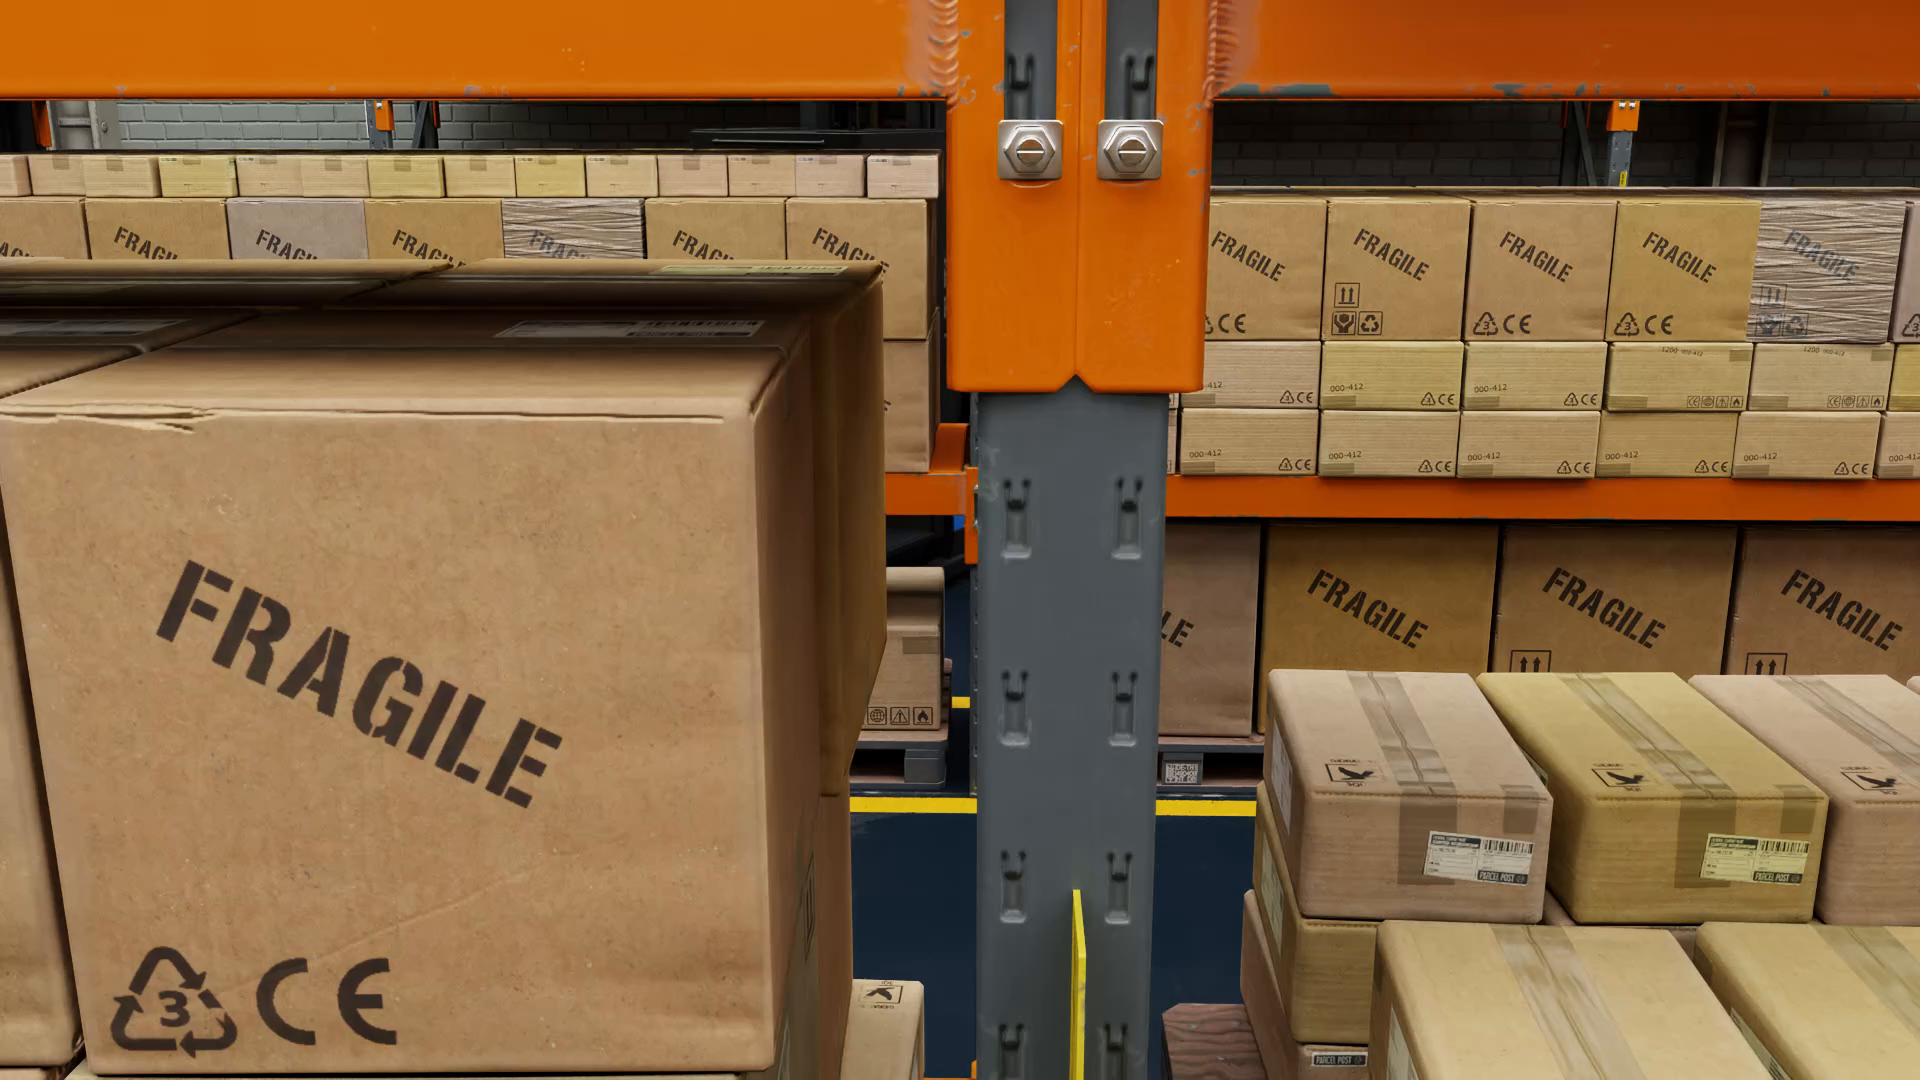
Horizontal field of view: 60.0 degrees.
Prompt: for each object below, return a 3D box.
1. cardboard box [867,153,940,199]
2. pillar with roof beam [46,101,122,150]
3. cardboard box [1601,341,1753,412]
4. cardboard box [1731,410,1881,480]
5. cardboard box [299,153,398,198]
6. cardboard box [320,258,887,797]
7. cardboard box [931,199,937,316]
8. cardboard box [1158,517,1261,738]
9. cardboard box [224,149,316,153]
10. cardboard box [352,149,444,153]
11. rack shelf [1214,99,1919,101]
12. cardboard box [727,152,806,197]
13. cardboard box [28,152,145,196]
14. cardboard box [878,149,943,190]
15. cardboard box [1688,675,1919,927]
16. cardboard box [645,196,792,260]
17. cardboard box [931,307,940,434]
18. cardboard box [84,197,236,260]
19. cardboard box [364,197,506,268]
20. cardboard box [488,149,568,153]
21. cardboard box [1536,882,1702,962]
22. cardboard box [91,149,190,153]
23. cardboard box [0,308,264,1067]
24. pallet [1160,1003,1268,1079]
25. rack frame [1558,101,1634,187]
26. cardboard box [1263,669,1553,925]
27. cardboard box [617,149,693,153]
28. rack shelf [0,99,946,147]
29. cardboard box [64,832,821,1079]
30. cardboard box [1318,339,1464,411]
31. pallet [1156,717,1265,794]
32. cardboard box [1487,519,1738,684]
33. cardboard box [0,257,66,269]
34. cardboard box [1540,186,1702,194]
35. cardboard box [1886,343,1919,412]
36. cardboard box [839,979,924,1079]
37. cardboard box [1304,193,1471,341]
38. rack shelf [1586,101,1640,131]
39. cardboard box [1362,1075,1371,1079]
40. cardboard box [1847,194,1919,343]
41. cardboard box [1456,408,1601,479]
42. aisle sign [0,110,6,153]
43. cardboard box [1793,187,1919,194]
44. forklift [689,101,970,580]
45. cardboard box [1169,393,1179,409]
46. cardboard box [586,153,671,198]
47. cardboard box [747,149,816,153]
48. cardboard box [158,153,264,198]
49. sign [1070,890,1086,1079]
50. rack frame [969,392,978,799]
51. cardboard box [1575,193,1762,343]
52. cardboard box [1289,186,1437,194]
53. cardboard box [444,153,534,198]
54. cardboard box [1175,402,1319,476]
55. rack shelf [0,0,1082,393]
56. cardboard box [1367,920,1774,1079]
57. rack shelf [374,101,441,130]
[{"bbox_3d":[-0.203,-1.332,6.082,0.250,0.149,0.380,0,15,0],"label":"cardboard box"},{"bbox_3d":[-6.545,-3.908,7.513,0.400,9.000,9.100,0,15,1],"label":"pillar with roof beam"},{"bbox_3d":[2.596,-0.648,6.230,0.500,0.250,0.500,0,15,0],"label":"cardboard box"},{"bbox_3d":[3.089,-0.404,6.284,0.500,0.250,0.500,1,15,2],"label":"cardboard box"},{"bbox_3d":[-2.241,-1.352,6.158,0.250,0.149,0.380,1,15,2],"label":"cardboard box"},{"bbox_3d":[-0.357,-0.044,1.886,0.500,0.500,0.500,1,15,3],"label":"cardboard box"},{"bbox_3d":[-0.357,-1.163,6.710,0.500,0.500,0.500,0,15,2],"label":"cardboard box"},{"bbox_3d":[0.735,0.242,6.884,0.875,0.875,0.875,1,15,3],"label":"cardboard box"},{"bbox_3d":[-2.756,-1.498,6.711,0.250,0.149,0.380,1,15,3],"label":"cardboard box"},{"bbox_3d":[-2.244,-1.492,6.687,0.250,0.149,0.380,1,15,3],"label":"cardboard box"},{"bbox_3d":[2.113,-1.655,6.265,4.000,0.370,1.077,0,15,1],"label":"rack shelf"},{"bbox_3d":[-0.712,-1.366,6.209,0.250,0.149,0.380,0,15,1],"label":"cardboard box"},{"bbox_3d":[-3.274,-1.381,6.267,0.250,0.149,0.380,1,15,3],"label":"cardboard box"},{"bbox_3d":[-0.196,-1.480,6.640,0.250,0.149,0.380,0,15,1],"label":"cardboard box"},{"bbox_3d":[1.021,0.284,1.885,0.250,0.149,0.380,0,15,0],"label":"cardboard box"},{"bbox_3d":[-0.872,-1.036,6.230,0.500,0.500,0.500,0,15,1],"label":"cardboard box"},{"bbox_3d":[-0.349,-0.684,6.857,0.500,0.500,0.500,1,15,3],"label":"cardboard box"},{"bbox_3d":[-2.896,-1.046,6.270,0.500,0.500,0.500,0,15,0],"label":"cardboard box"},{"bbox_3d":[-1.883,-1.042,6.253,0.500,0.500,0.500,0,15,2],"label":"cardboard box"},{"bbox_3d":[-1.718,-1.494,6.696,0.250,0.149,0.380,0,15,2],"label":"cardboard box"},{"bbox_3d":[0.754,0.425,1.934,0.250,0.149,0.380,0,15,2],"label":"cardboard box"},{"bbox_3d":[-3.267,-1.491,6.682,0.250,0.149,0.380,1,15,2],"label":"cardboard box"},{"bbox_3d":[-0.906,0.085,1.397,0.500,0.500,0.500,0,15,0],"label":"cardboard box"},{"bbox_3d":[0.848,0.832,1.683,1.213,0.211,1.003,0,15,1],"label":"pallet"},{"bbox_3d":[4.235,-1.806,11.304,0.127,3.000,1.000,0,15,1],"label":"rack frame"},{"bbox_3d":[0.494,0.281,1.899,0.250,0.149,0.380,1,15,4],"label":"cardboard box"},{"bbox_3d":[-1.221,-1.494,6.697,0.250,0.149,0.380,0,15,0],"label":"cardboard box"},{"bbox_3d":[-1.886,-1.681,6.363,4.000,0.370,1.077,0,15,1],"label":"rack shelf"},{"bbox_3d":[-0.403,0.574,1.506,0.500,0.500,0.500,0,15,2],"label":"cardboard box"},{"bbox_3d":[1.572,-0.654,6.253,0.500,0.250,0.500,1,15,2],"label":"cardboard box"},{"bbox_3d":[0.887,0.768,7.014,1.213,0.211,1.003,0,15,1],"label":"pallet"},{"bbox_3d":[2.532,0.252,6.847,0.875,0.875,0.875,1,15,2],"label":"cardboard box"},{"bbox_3d":[-1.378,-0.054,1.926,0.500,0.500,0.500,1,15,2],"label":"cardboard box"},{"bbox_3d":[2.612,-1.145,6.645,0.500,0.500,0.500,1,15,3],"label":"cardboard box"},{"bbox_3d":[3.621,-0.647,6.228,0.500,0.250,0.500,0,15,1],"label":"cardboard box"},{"bbox_3d":[-0.187,0.733,2.173,0.250,0.149,0.380,1,15,3],"label":"cardboard box"},{"bbox_3d":[1.556,-1.021,6.175,0.500,0.500,0.500,0,15,0],"label":"cardboard box"},{"bbox_3d":[6.234,-2.895,10.964,4.000,0.370,1.077,0,15,1],"label":"rack shelf"},{"bbox_3d":[0.470,0.592,1.304,0.250,0.149,0.380,1,15,2],"label":"cardboard box"},{"bbox_3d":[3.588,-1.008,6.126,0.500,0.500,0.500,0,15,0],"label":"cardboard box"},{"bbox_3d":[2.075,-0.407,6.297,0.500,0.250,0.500,0,15,1],"label":"cardboard box"},{"bbox_3d":[-3.949,-1.928,6.673,0.004,0.787,0.394,0,15,1],"label":"aisle sign"},{"bbox_3d":[3.625,-1.137,6.614,0.500,0.500,0.500,0,15,0],"label":"cardboard box"},{"bbox_3d":[-0.708,-1.138,8.907,1.130,2.935,3.031,9,17,31],"label":"forklift"},{"bbox_3d":[0.546,-0.660,6.277,0.500,0.250,0.500,0,15,0],"label":"cardboard box"},{"bbox_3d":[-1.217,-1.355,6.169,0.250,0.149,0.380,0,15,1],"label":"cardboard box"},{"bbox_3d":[-0.709,-1.468,6.597,0.250,0.149,0.380,0,15,1],"label":"cardboard box"},{"bbox_3d":[-2.753,-1.353,6.160,0.250,0.149,0.380,0,15,0],"label":"cardboard box"},{"bbox_3d":[0.082,0.417,1.182,0.005,0.325,0.100,0,15,1],"label":"sign"},{"bbox_3d":[0.113,-0.566,6.605,0.127,3.000,1.000,0,15,1],"label":"rack frame"},{"bbox_3d":[2.579,-1.014,6.149,0.500,0.500,0.500,0,15,1],"label":"cardboard box"},{"bbox_3d":[1.590,-1.149,6.659,0.500,0.500,0.500,1,15,3],"label":"cardboard box"},{"bbox_3d":[-1.725,-1.354,6.166,0.250,0.149,0.380,0,15,1],"label":"cardboard box"},{"bbox_3d":[1.064,-0.420,6.347,0.500,0.250,0.500,0,15,0],"label":"cardboard box"},{"bbox_3d":[-1.911,-0.418,1.576,4.000,0.370,1.077,0,15,1],"label":"rack shelf"},{"bbox_3d":[0.470,0.448,1.266,0.250,0.149,0.380,1,15,4],"label":"cardboard box"},{"bbox_3d":[-1.763,-2.947,11.161,4.000,0.370,1.077,0,15,1],"label":"rack shelf"}]
